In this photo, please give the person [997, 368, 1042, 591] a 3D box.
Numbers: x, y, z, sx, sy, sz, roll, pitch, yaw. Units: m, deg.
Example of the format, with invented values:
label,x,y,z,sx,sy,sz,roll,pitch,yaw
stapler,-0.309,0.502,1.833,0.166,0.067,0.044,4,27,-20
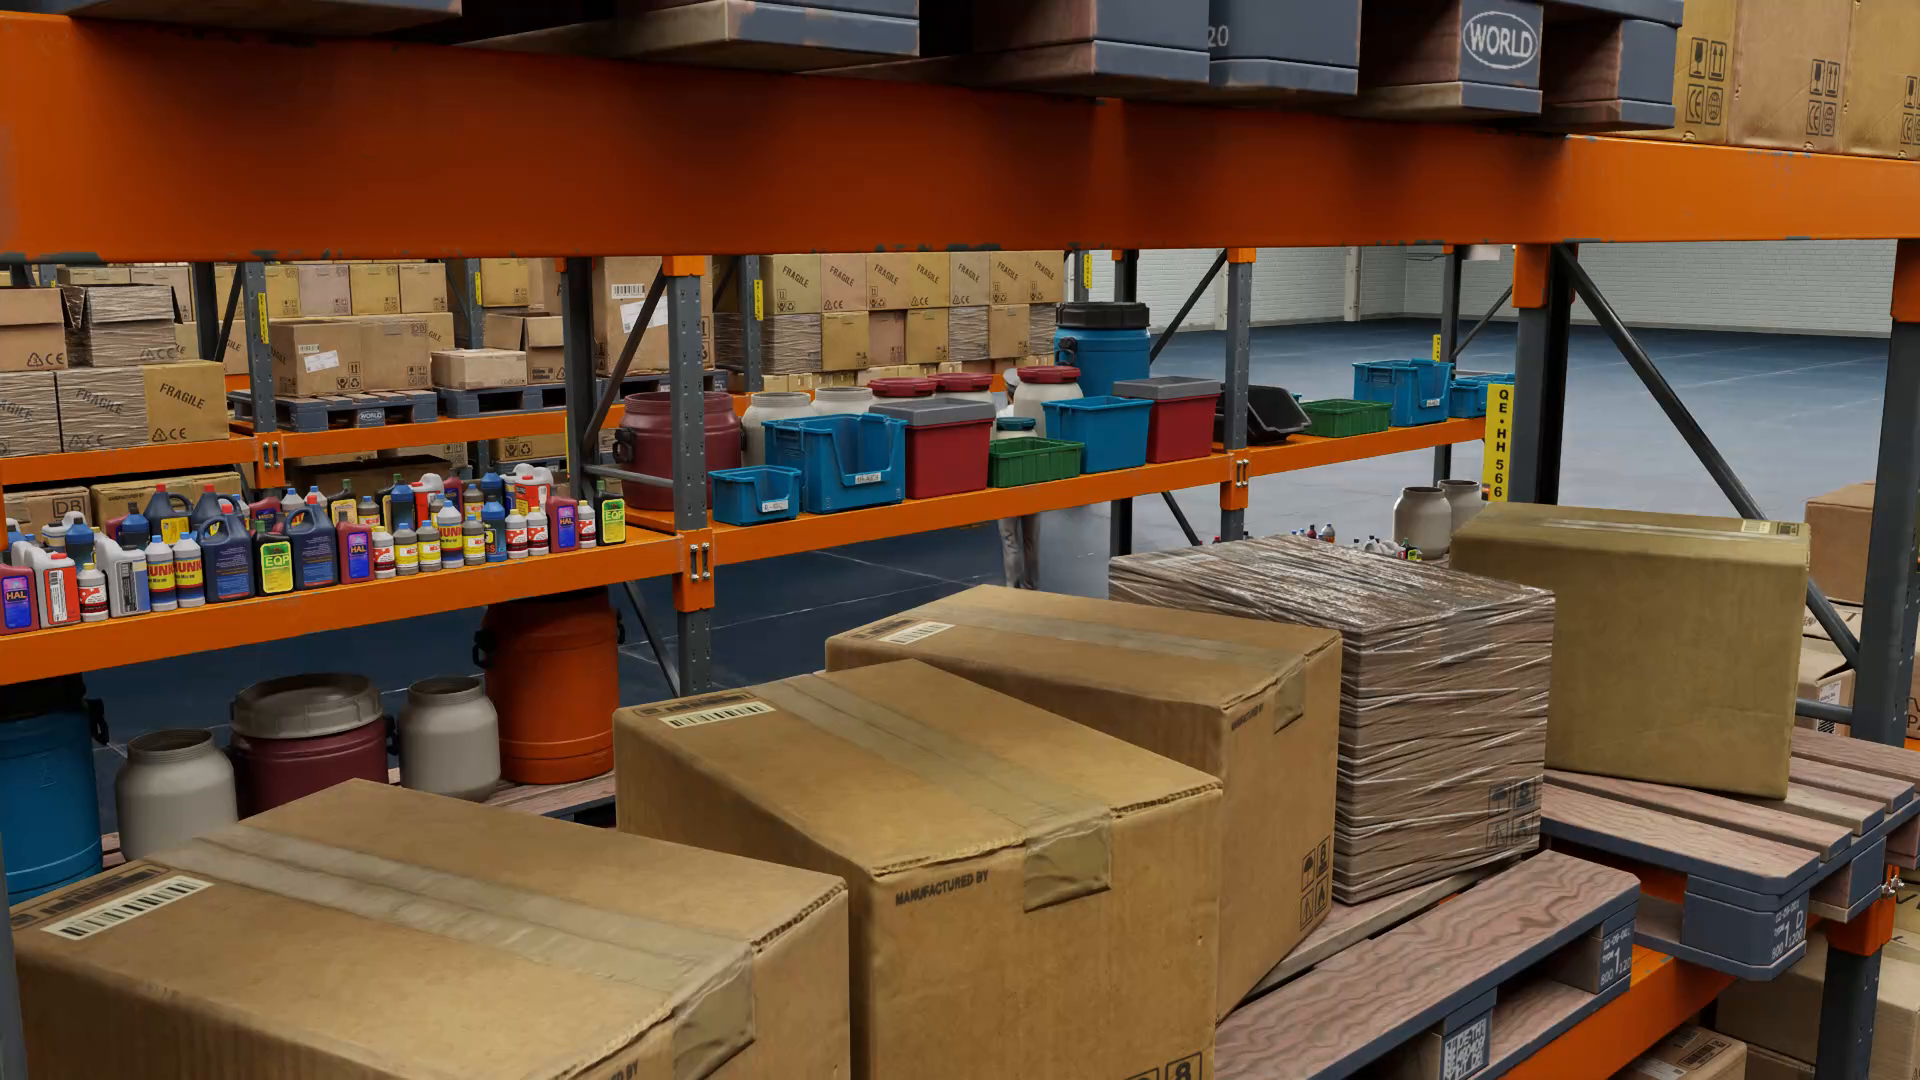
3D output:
label,x,y,z,sx,sy,sz,roll,pitch,yaw
person,0.396,-0.389,11.871,0.537,1.687,0.532,-3,11,-13
